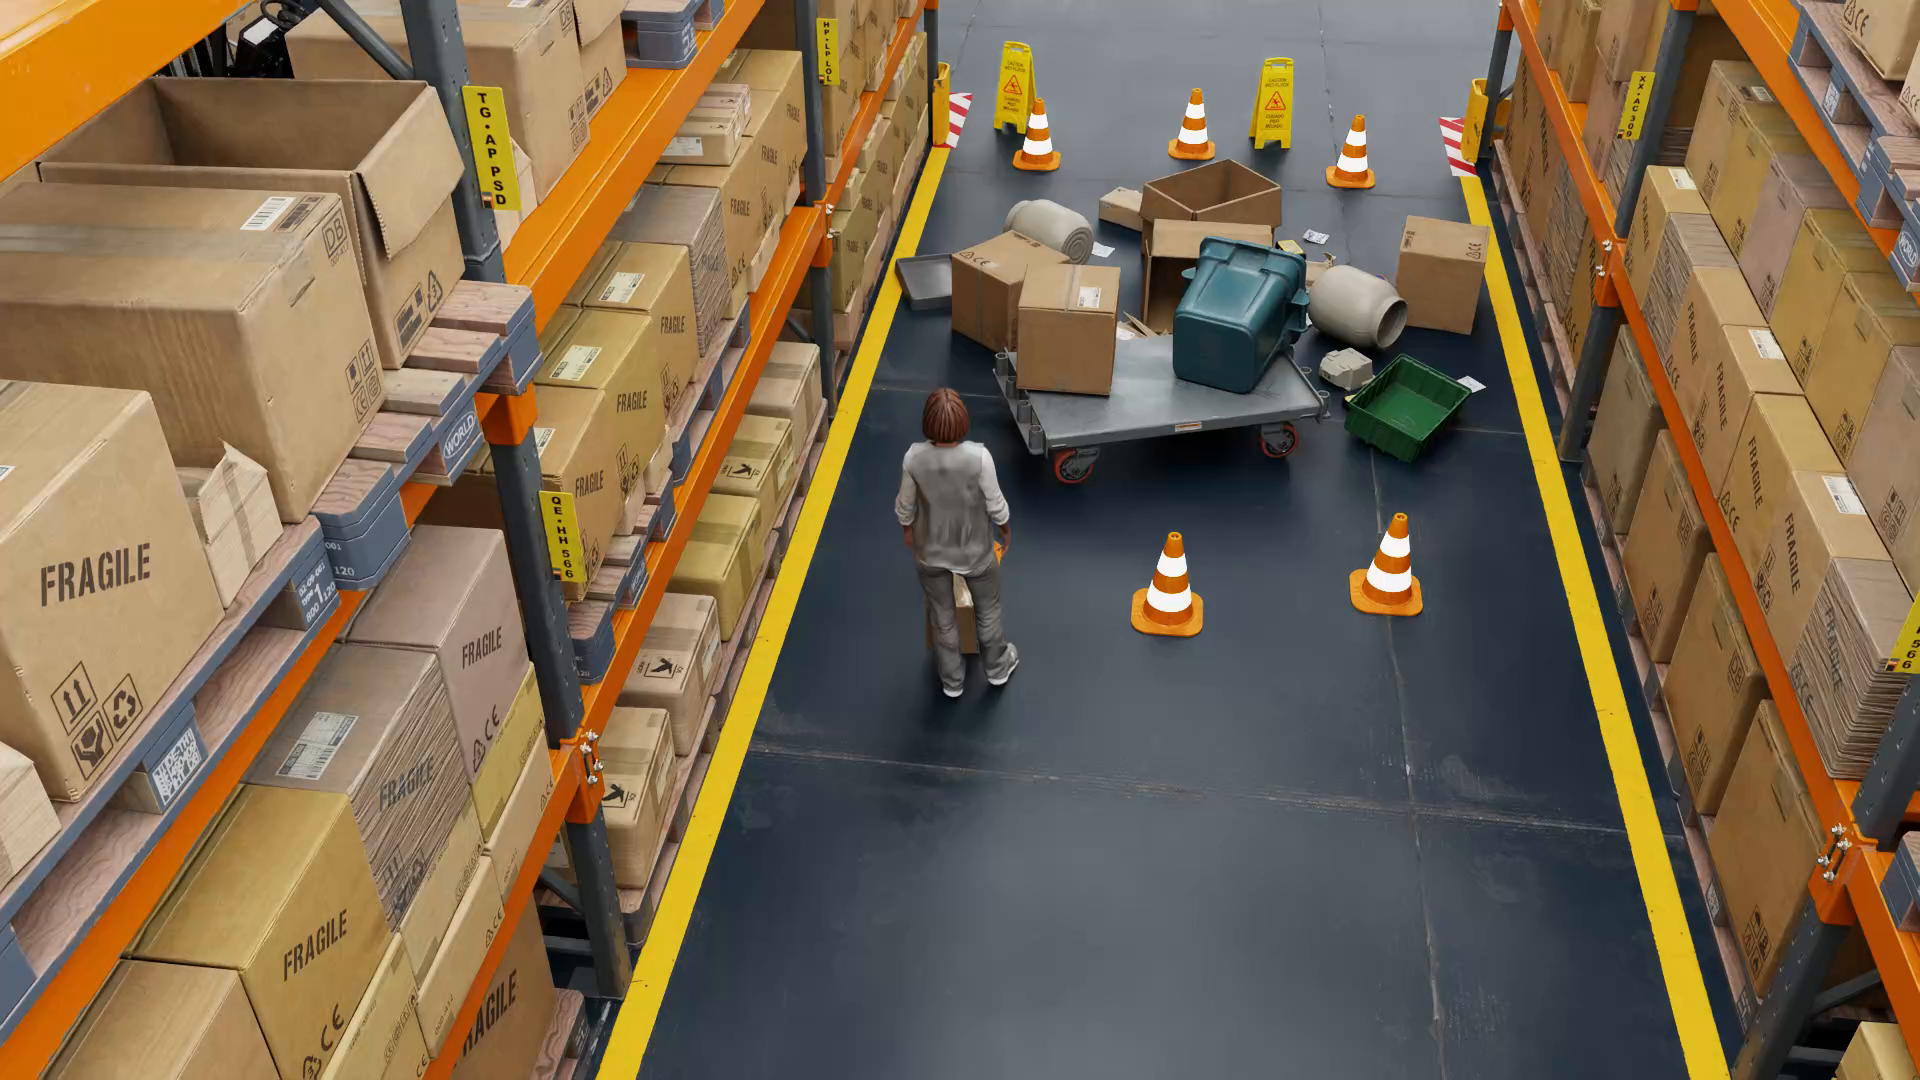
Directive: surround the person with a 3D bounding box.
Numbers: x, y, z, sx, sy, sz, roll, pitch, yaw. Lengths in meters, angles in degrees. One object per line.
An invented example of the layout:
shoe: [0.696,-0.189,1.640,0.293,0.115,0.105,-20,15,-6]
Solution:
person: [-0.005,-0.005,7.038,0.511,1.597,0.474,4,37,6]
